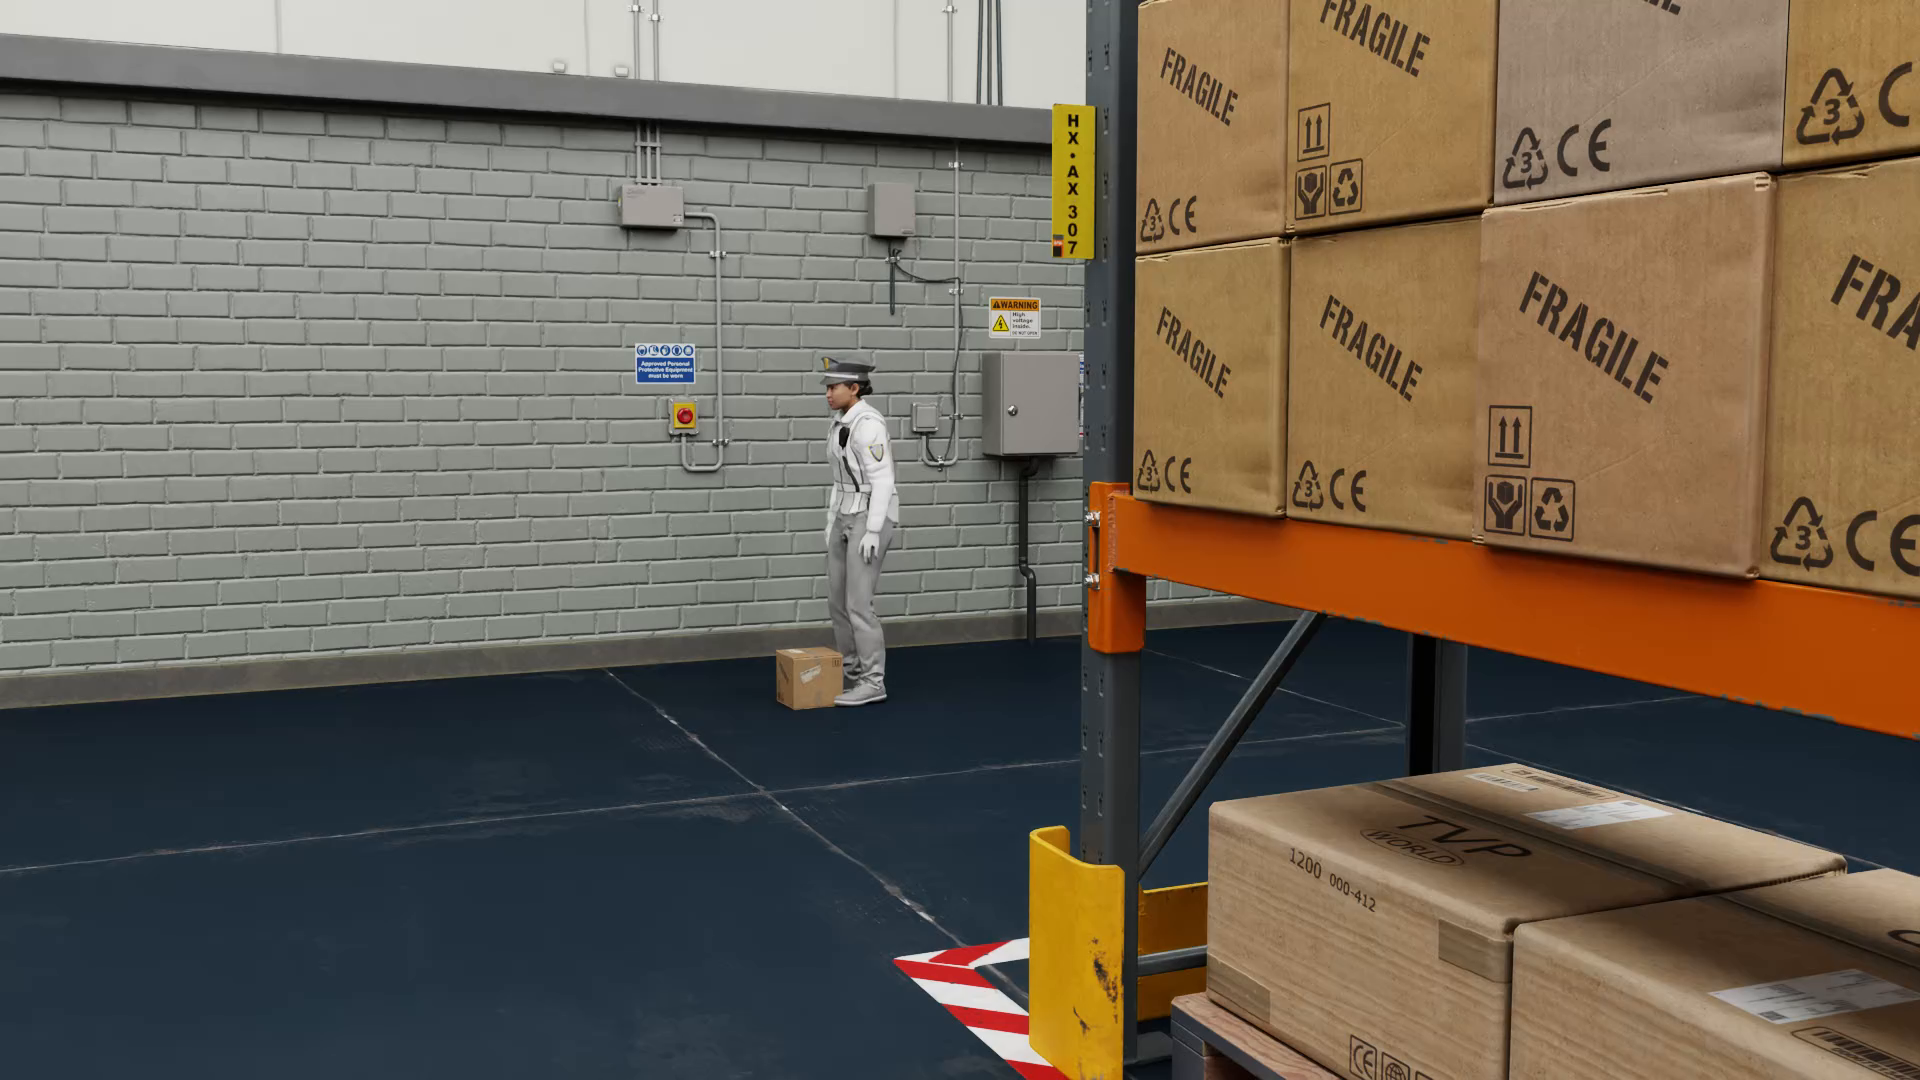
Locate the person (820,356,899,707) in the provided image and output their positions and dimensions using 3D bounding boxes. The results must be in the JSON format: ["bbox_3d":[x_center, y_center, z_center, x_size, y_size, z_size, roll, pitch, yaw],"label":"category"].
[{"bbox_3d":[-0.501,-0.050,8.013,0.374,1.662,0.539,-3,6,-27],"label":"person"}]
